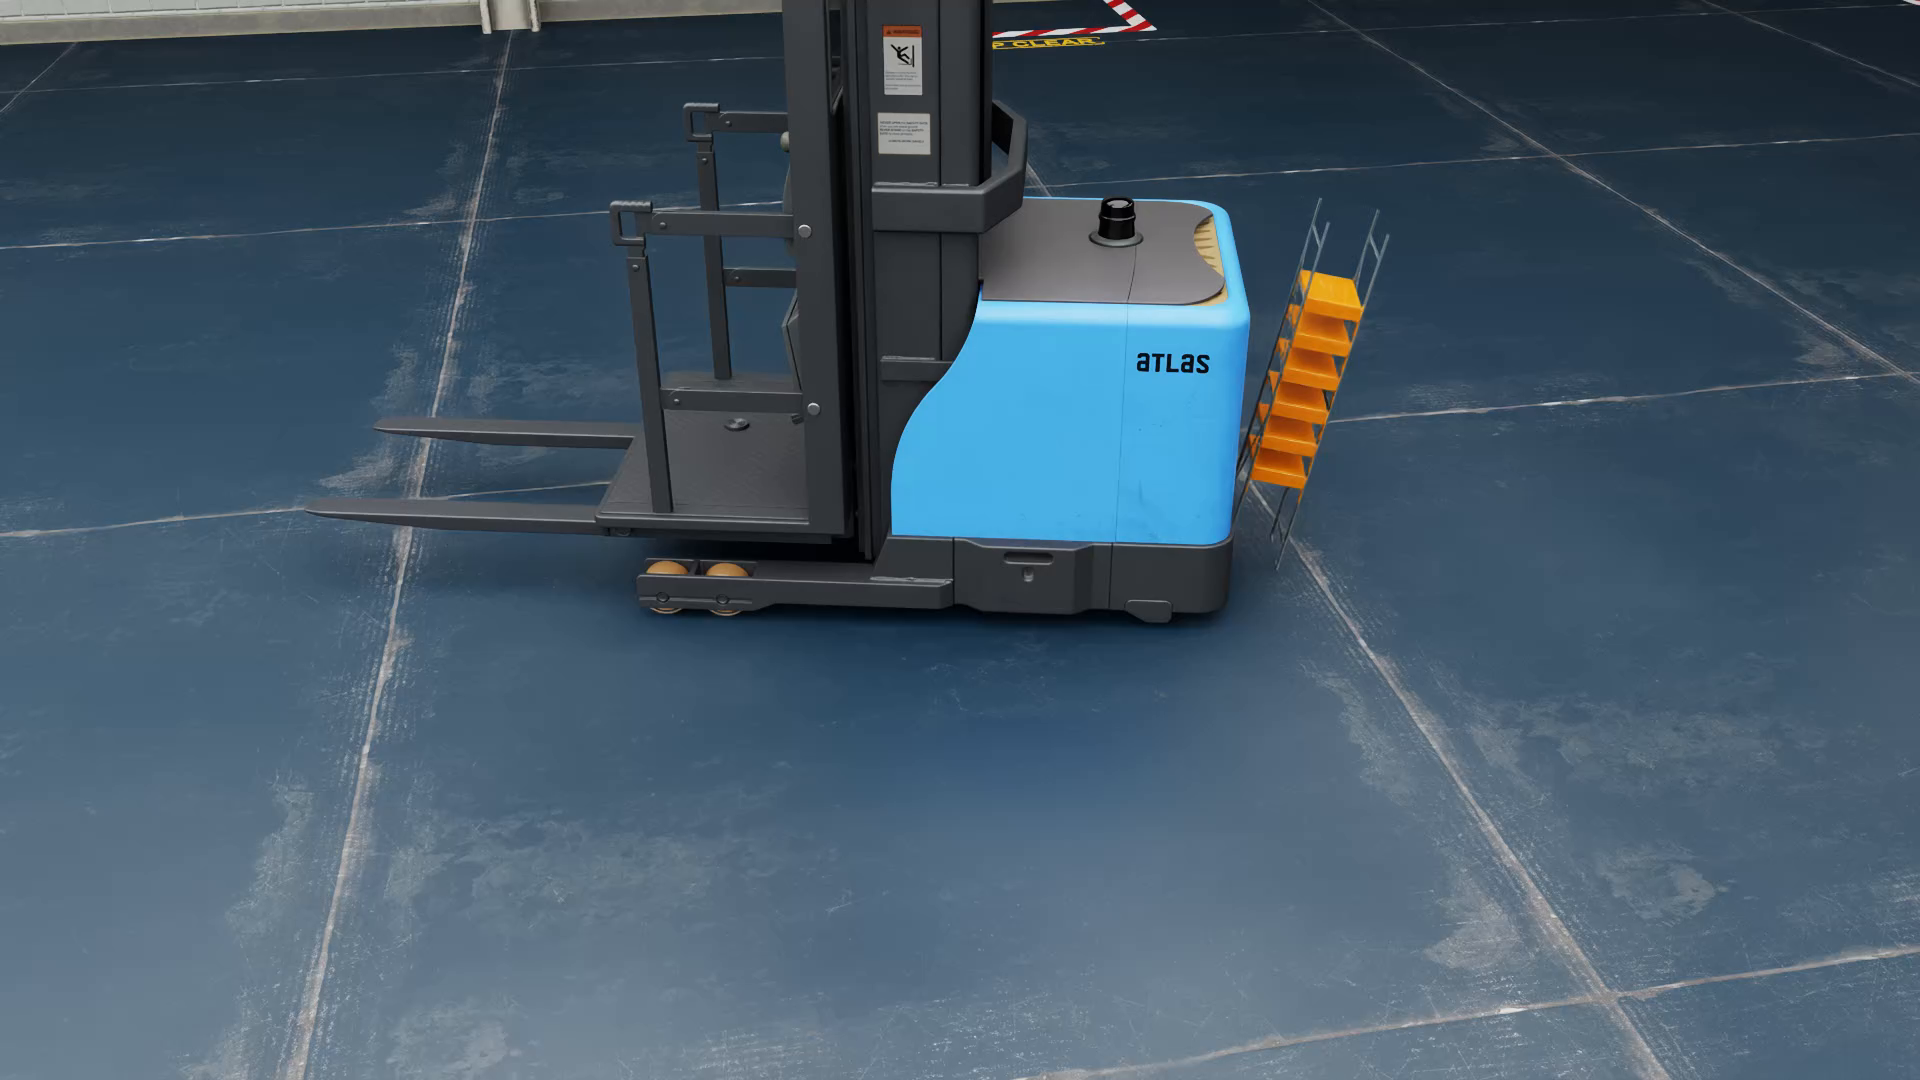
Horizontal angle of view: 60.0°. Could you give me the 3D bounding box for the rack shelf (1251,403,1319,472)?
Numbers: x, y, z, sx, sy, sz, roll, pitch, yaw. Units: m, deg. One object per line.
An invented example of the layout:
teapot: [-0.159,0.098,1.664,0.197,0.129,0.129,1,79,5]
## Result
rack shelf: [1.060,-0.343,5.452,0.180,0.103,0.258,11,31,-1]

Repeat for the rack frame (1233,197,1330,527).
rack frame: [1.000,-0.499,5.366,0.006,1.200,0.240,11,31,-1]

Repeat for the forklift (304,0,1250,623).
forklift: [-0.629,-1.285,5.044,3.031,2.935,1.130,2,31,3]

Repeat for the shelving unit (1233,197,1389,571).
shelving unit: [1.090,-0.481,5.368,0.189,1.200,0.258,11,31,-1]

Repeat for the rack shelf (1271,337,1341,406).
rack shelf: [1.104,-0.544,5.330,0.180,0.103,0.258,11,31,-1]

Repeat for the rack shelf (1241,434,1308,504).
rack shelf: [1.039,-0.242,5.514,0.180,0.103,0.258,11,31,-1]

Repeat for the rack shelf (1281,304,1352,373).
rack shelf: [1.126,-0.645,5.268,0.180,0.103,0.258,11,31,-1]

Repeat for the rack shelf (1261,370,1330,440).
rack shelf: [1.082,-0.444,5.391,0.180,0.103,0.258,11,31,-1]

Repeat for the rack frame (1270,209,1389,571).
rack frame: [1.180,-0.463,5.371,0.006,1.200,0.240,11,31,-1]

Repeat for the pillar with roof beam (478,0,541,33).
pillar with roof beam: [-2.478,-5.462,6.161,0.400,9.000,9.100,-5,31,-9]

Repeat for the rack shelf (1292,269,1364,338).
rack shelf: [1.147,-0.746,5.207,0.180,0.103,0.258,11,31,-1]
